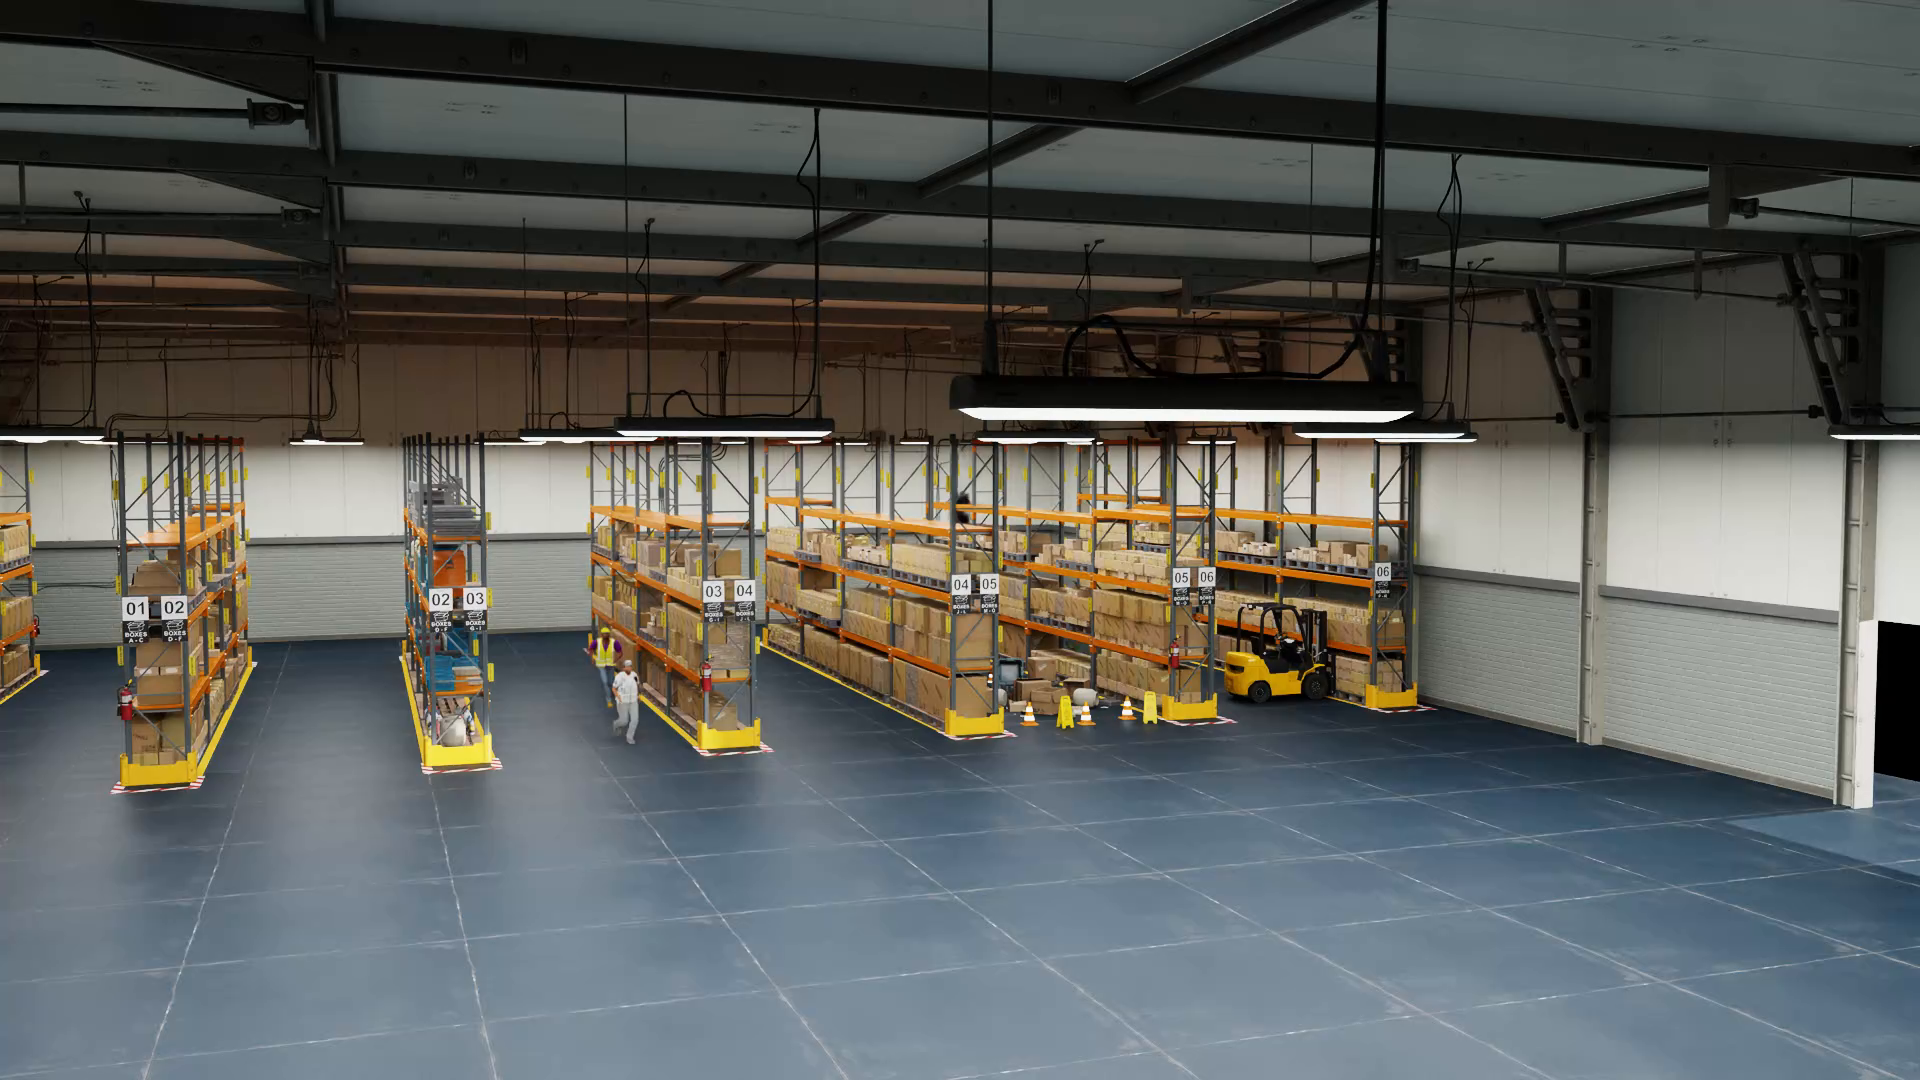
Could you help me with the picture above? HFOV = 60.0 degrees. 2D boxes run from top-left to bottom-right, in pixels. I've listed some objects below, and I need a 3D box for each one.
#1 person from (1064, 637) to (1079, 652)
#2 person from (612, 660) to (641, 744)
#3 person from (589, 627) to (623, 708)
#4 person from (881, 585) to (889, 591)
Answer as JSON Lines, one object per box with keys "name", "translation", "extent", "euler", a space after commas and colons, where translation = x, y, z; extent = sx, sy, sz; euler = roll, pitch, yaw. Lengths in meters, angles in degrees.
{"name": "person", "translation": [3.073, 2.295, 45.952], "extent": [0.695, 1.783, 0.667], "euler": [-1, 3, -20]}
{"name": "person", "translation": [-6.490, 3.126, 32.337], "extent": [0.597, 1.621, 0.677], "euler": [-2, 4, -33]}
{"name": "person", "translation": [-7.867, 2.803, 36.980], "extent": [0.726, 1.753, 0.975], "euler": [-1, 3, -17]}
{"name": "person", "translation": [-2.416, 1.978, 50.924], "extent": [0.988, 1.784, 0.662], "euler": [-1, 3, -15]}
